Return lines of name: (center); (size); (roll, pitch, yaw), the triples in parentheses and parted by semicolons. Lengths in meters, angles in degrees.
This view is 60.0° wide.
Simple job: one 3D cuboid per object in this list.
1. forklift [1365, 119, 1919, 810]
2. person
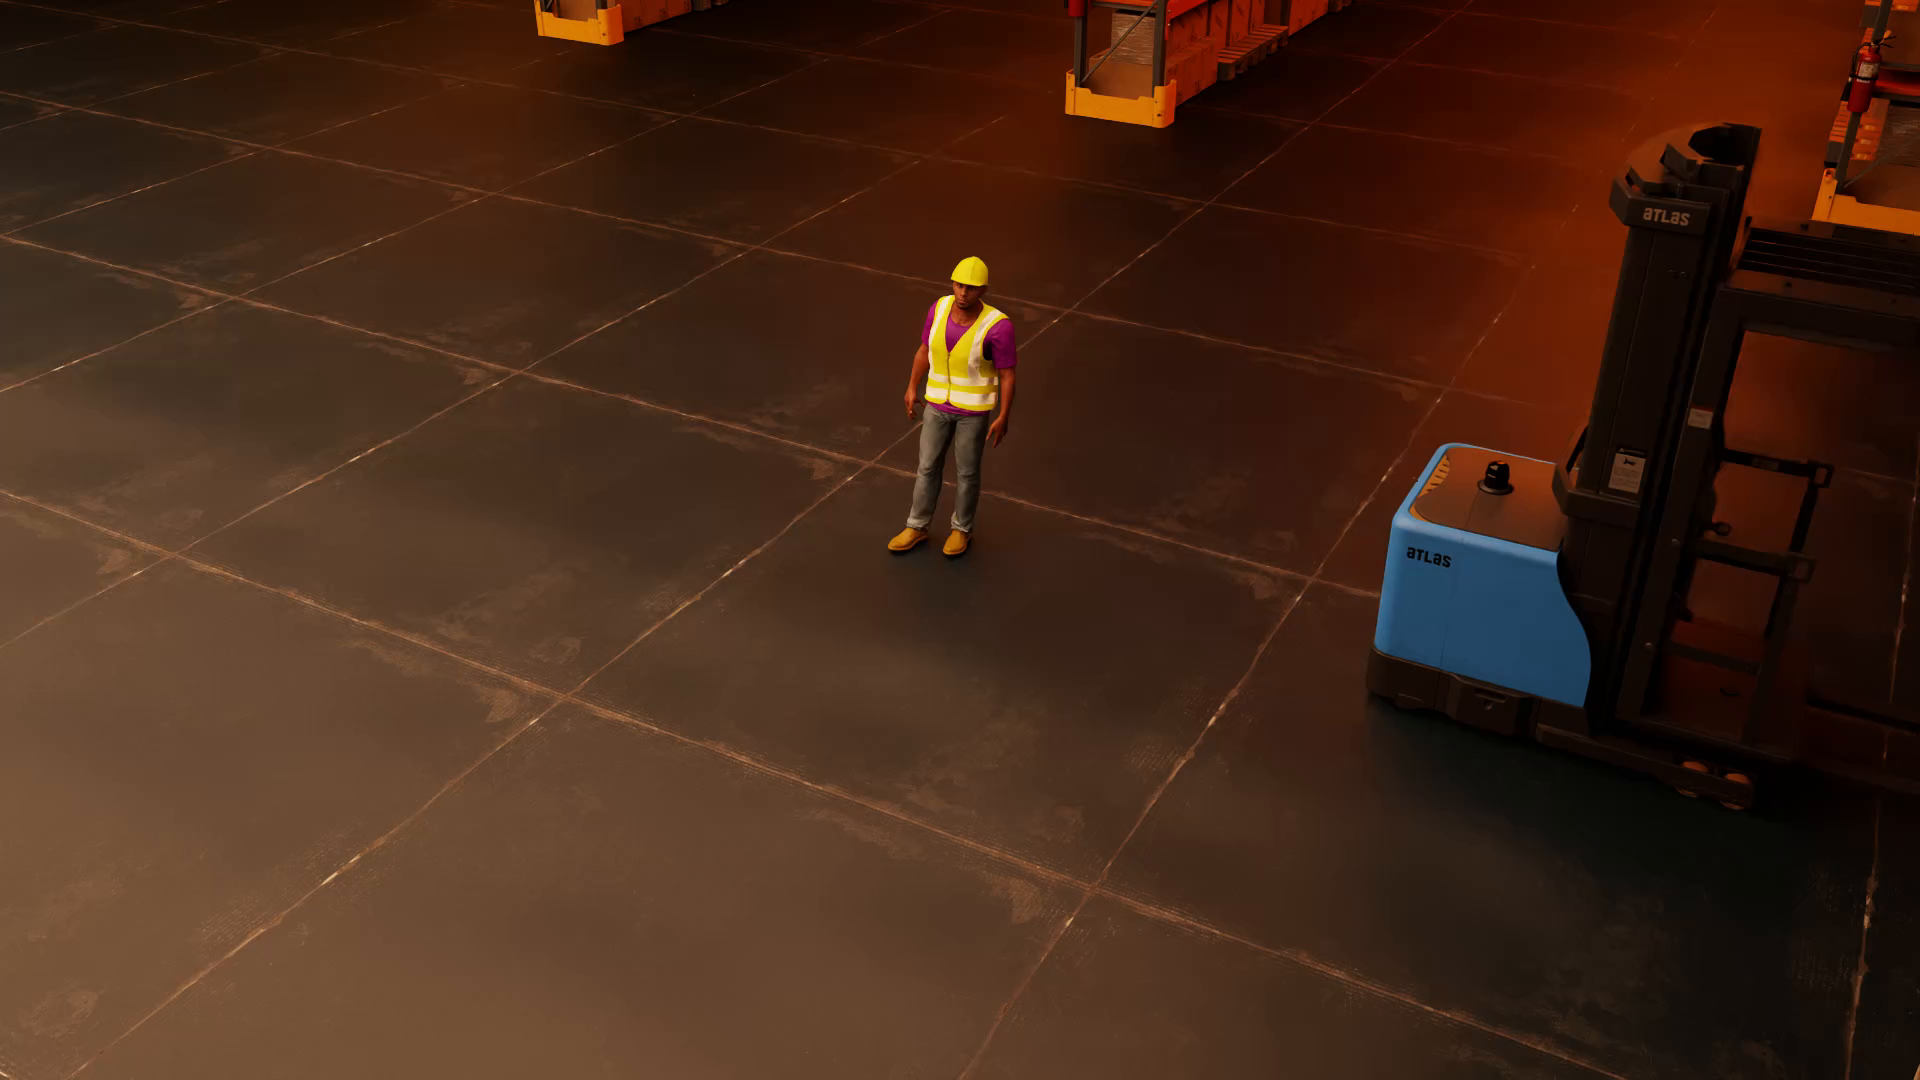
forklift: (3.634, -0.309, 7.606); (3.031, 2.935, 1.130); (15, 33, 24)
person: (0.000, -0.801, 9.552); (0.666, 1.709, 0.418); (15, 33, 25)
